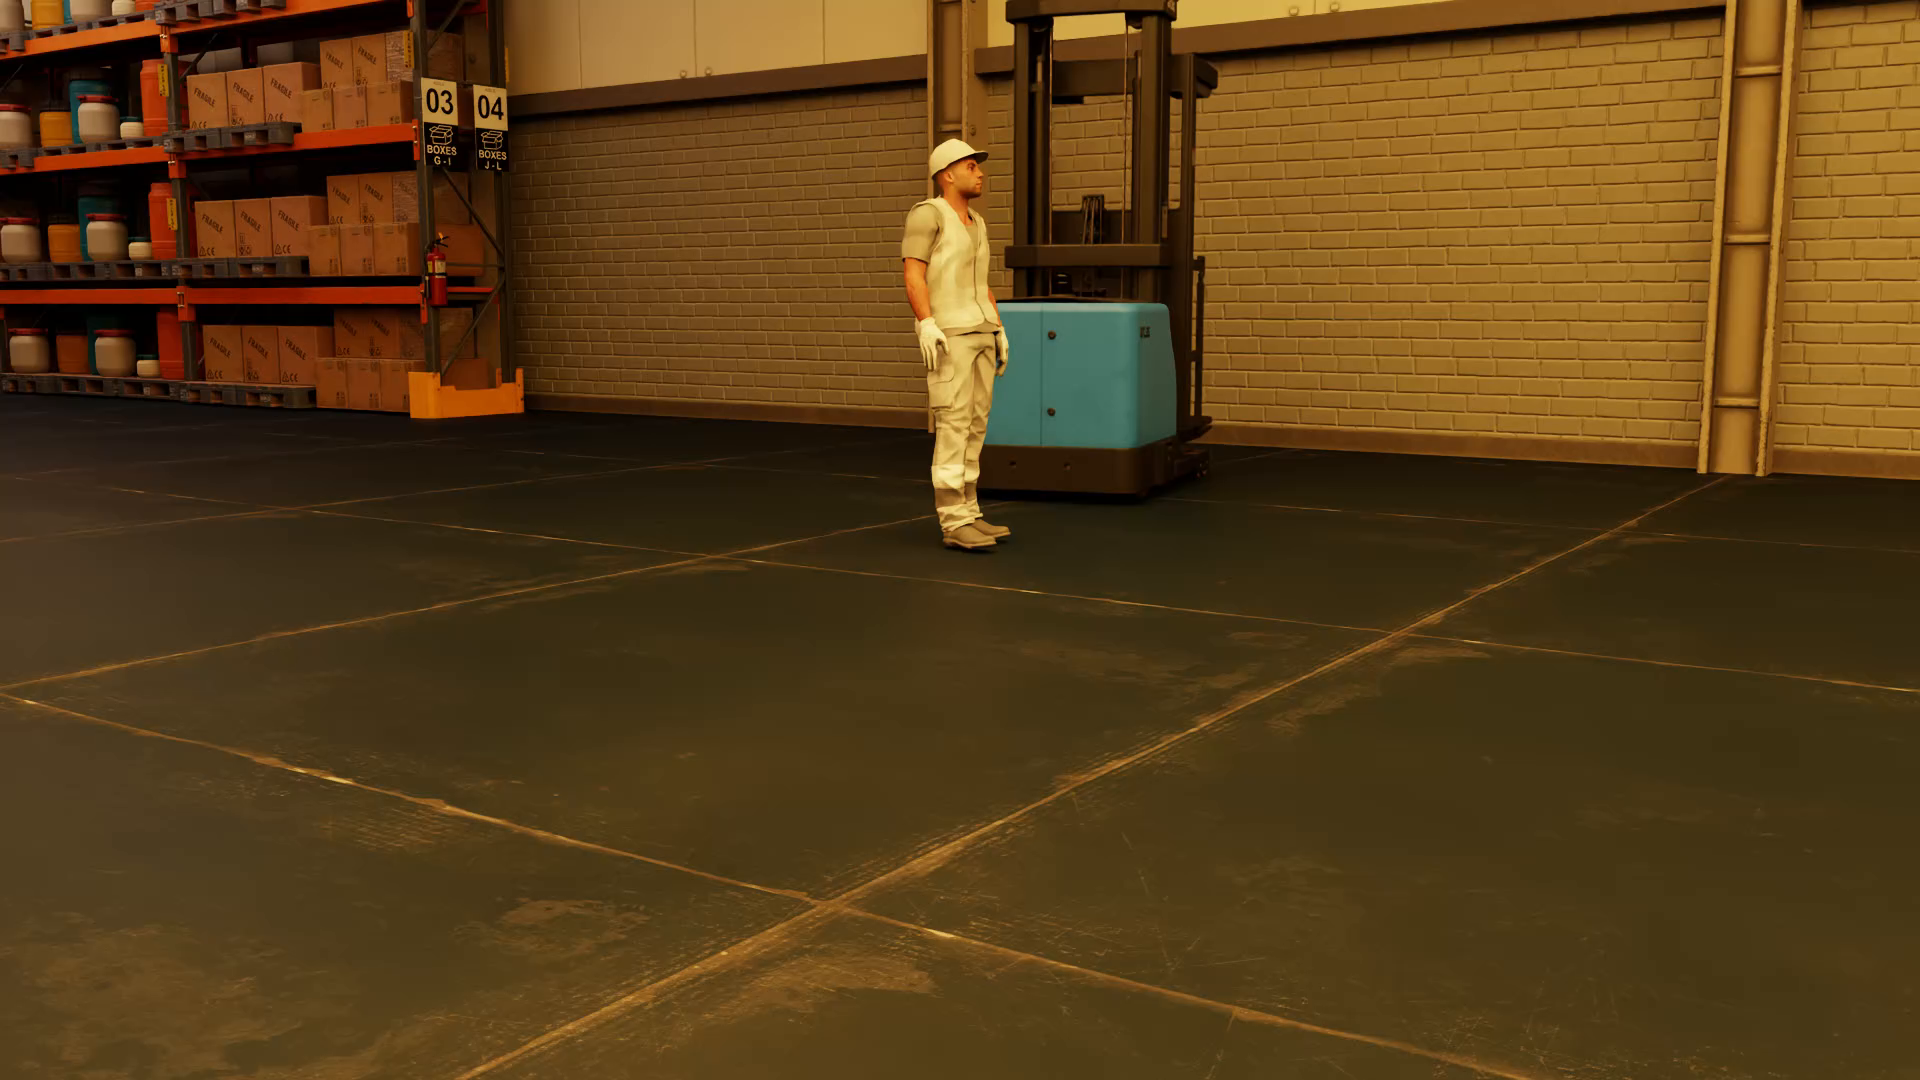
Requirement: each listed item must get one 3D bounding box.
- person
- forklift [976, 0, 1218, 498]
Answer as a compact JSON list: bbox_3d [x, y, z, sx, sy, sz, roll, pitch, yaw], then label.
[{"bbox_3d":[0.061,-0.885,7.423,0.562,1.789,0.638,5,10,34],"label":"person"},{"bbox_3d":[0.936,-1.845,10.167,1.130,2.935,3.031,3,9,19],"label":"forklift"}]
